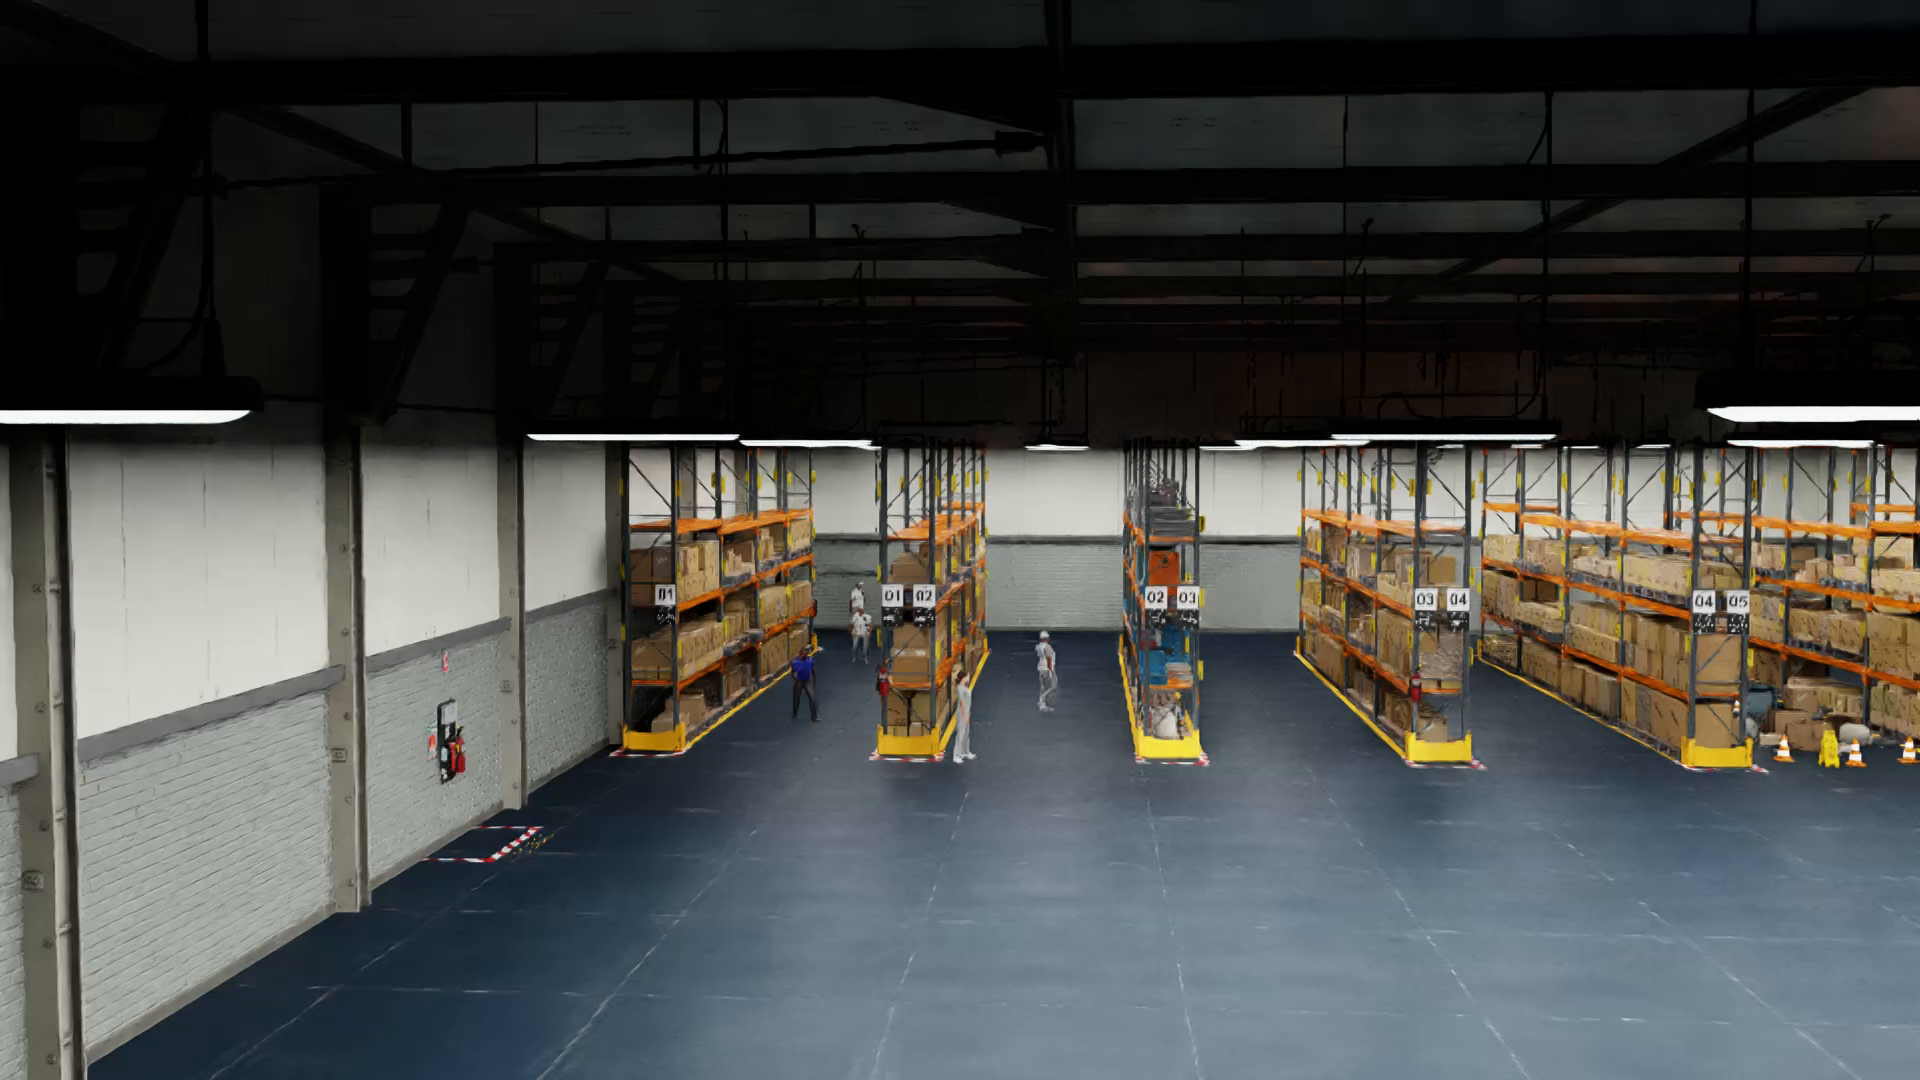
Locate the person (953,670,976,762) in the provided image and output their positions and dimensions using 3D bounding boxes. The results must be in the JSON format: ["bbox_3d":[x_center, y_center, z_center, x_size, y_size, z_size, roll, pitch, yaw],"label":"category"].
[{"bbox_3d":[0.077,3.225,30.686,0.385,1.677,0.624,1,3,9],"label":"person"}]

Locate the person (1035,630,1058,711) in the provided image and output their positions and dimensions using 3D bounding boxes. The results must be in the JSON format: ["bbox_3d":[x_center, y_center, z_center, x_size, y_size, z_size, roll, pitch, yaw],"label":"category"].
[{"bbox_3d":[1.872,2.874,36.545,0.447,1.780,0.600,-1,3,-24],"label":"person"}]

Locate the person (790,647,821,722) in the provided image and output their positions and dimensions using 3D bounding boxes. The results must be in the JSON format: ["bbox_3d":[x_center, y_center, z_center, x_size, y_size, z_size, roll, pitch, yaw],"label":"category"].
[{"bbox_3d":[-3.297,3.038,35.220,0.619,1.581,0.828,-1,3,-13],"label":"person"}]

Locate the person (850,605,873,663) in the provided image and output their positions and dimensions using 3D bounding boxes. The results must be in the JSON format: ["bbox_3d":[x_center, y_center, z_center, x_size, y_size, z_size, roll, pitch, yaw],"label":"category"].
[{"bbox_3d":[-2.664,2.533,44.767,0.625,1.611,0.582,0,3,2],"label":"person"}]

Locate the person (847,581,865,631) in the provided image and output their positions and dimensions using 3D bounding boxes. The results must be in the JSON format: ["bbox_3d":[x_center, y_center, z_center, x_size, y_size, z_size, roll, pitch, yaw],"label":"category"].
[{"bbox_3d":[-3.287,2.101,52.320,0.514,1.663,0.542,-2,4,-32],"label":"person"}]
